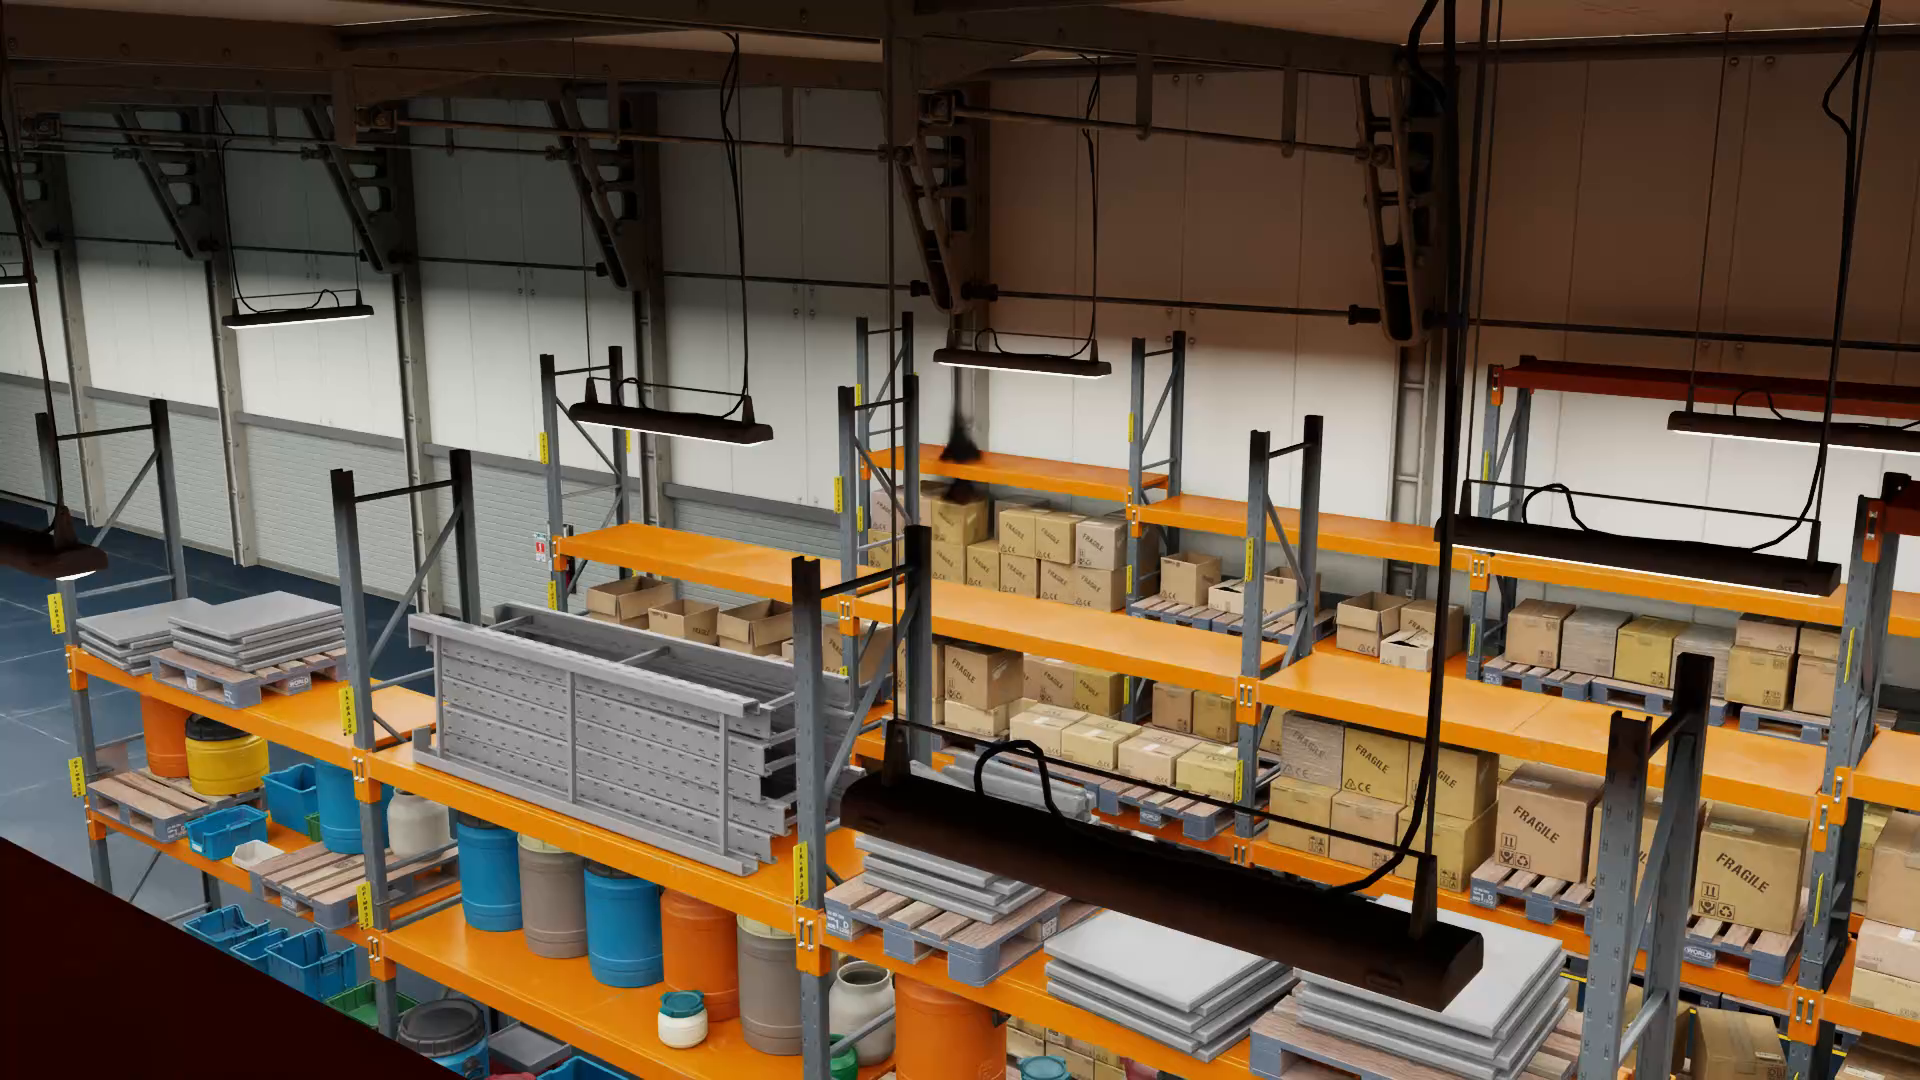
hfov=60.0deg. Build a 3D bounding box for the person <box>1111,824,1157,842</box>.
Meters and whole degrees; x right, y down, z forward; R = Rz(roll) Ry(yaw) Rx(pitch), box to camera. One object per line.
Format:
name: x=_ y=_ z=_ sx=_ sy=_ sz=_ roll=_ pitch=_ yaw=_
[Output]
person: x=1.827 y=3.262 z=17.429 sx=0.719 sy=1.705 sz=0.657 roll=5 pitch=14 yaw=21
